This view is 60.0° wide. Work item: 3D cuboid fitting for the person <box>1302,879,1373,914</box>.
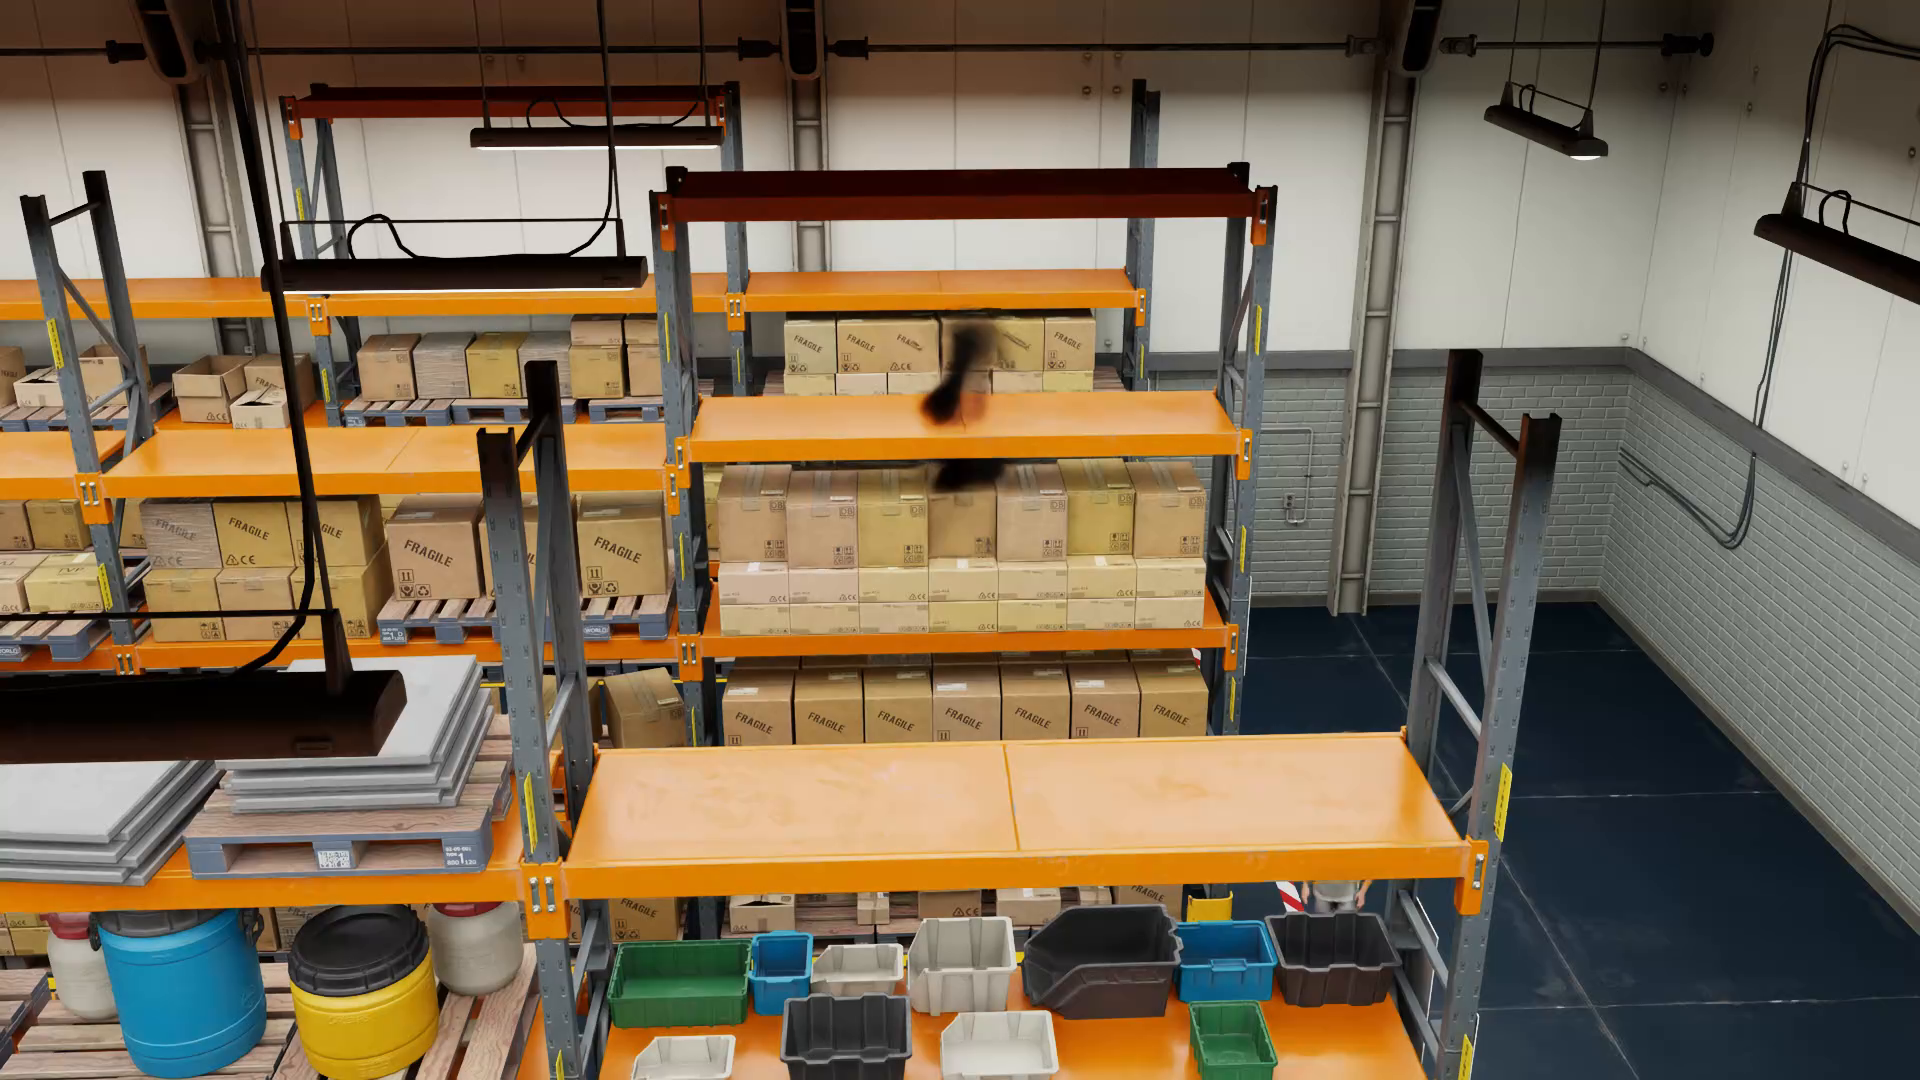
[{"bbox_3d":[2.842,2.654,12.593,0.597,1.562,0.531,9,24,22],"label":"person"}]
